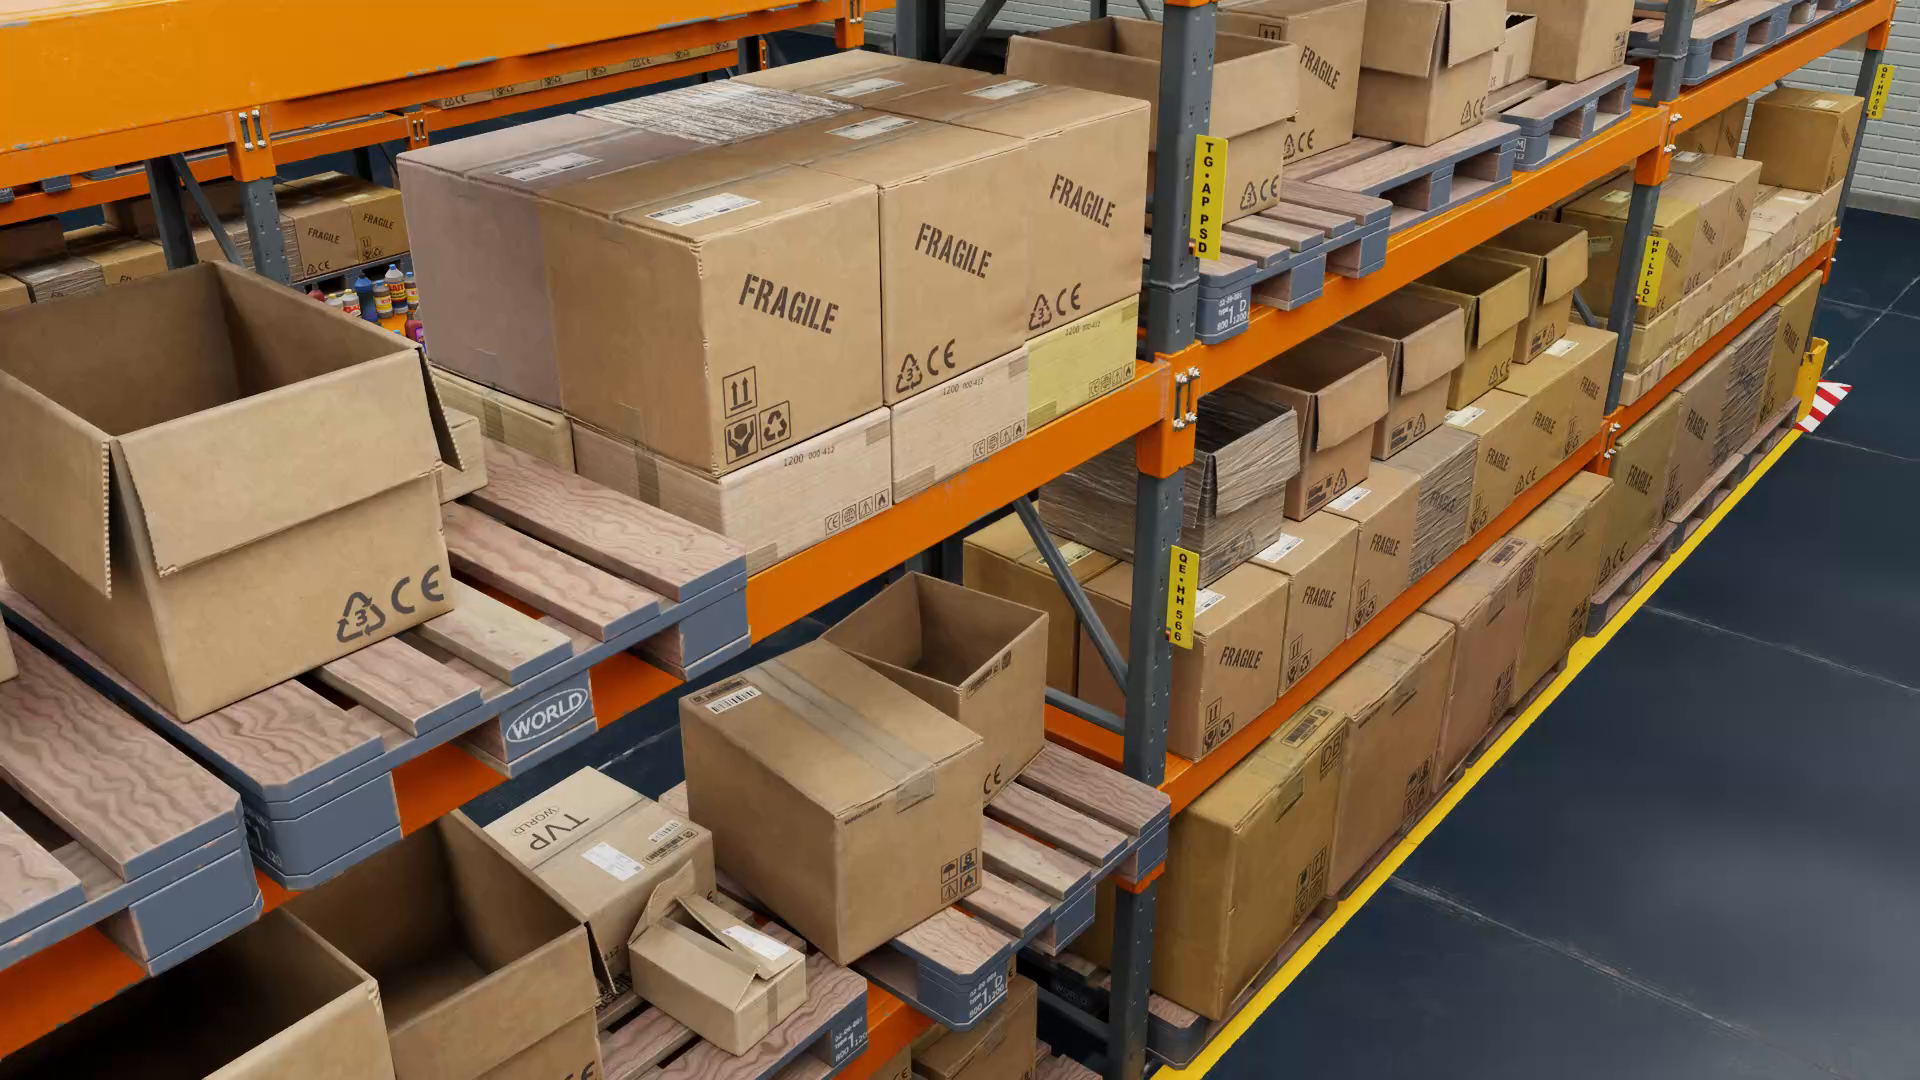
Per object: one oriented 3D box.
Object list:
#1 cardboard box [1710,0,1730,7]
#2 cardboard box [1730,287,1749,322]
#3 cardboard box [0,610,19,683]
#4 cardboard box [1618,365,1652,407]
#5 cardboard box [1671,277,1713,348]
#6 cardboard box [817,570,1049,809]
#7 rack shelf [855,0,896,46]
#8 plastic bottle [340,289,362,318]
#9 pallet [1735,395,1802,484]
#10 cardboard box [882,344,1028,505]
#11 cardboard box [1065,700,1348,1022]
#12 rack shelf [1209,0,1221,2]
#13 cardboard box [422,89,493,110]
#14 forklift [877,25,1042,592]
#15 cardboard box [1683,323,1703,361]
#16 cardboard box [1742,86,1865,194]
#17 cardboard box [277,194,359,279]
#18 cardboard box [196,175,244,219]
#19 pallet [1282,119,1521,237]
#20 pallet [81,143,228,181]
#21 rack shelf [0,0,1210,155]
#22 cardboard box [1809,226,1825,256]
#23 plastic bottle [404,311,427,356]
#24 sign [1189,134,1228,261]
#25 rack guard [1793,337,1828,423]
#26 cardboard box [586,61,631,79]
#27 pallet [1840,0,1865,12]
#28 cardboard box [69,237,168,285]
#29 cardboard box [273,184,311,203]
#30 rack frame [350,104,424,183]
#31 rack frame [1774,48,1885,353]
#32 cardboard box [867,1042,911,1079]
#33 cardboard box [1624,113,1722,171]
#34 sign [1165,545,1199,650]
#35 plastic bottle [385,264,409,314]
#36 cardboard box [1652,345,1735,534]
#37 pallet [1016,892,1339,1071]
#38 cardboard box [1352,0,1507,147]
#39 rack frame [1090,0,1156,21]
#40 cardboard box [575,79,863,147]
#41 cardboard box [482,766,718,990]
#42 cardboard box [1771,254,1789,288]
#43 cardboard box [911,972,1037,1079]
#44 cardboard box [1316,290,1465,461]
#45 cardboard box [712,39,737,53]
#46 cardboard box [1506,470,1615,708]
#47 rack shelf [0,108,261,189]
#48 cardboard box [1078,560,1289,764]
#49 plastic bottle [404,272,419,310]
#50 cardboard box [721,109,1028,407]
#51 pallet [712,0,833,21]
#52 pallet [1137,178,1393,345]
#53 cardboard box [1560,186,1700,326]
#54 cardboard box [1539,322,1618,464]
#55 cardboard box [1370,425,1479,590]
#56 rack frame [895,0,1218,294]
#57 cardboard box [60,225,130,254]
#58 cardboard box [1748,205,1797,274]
[{"bbox_3d":[3.578,-3.013,8.371,0.700,0.500,0.500,23,35,37],"label":"cardboard box"},{"bbox_3d":[4.216,-1.370,9.408,0.380,0.149,0.250,20,33,33],"label":"cardboard box"},{"bbox_3d":[-1.787,0.094,2.729,0.396,0.266,0.258,22,35,36],"label":"cardboard box"},{"bbox_3d":[3.226,-0.817,8.338,0.380,0.149,0.250,21,34,35],"label":"cardboard box"},{"bbox_3d":[3.602,-1.251,8.744,0.500,0.250,0.500,21,34,34],"label":"cardboard box"},{"bbox_3d":[-0.076,0.469,5.012,0.500,0.500,0.500,16,31,28],"label":"cardboard box"},{"bbox_3d":[0.231,-4.090,11.911,1.077,0.370,4.000,21,34,34],"label":"rack shelf"},{"bbox_3d":[-3.361,-1.282,9.180,0.097,0.201,0.097,0,27,0],"label":"plastic bottle"},{"bbox_3d":[4.877,-0.794,11.056,1.003,0.211,1.213,21,34,34],"label":"pallet"},{"bbox_3d":[-0.182,-0.348,4.058,0.500,0.250,0.500,21,34,34],"label":"cardboard box"},{"bbox_3d":[0.692,1.016,6.377,1.225,0.875,0.875,19,33,32],"label":"cardboard box"},{"bbox_3d":[1.509,-2.379,5.774,1.077,0.370,4.000,21,34,34],"label":"rack shelf"},{"bbox_3d":[-4.326,-3.963,14.037,0.500,0.500,0.500,22,34,36],"label":"cardboard box"},{"bbox_3d":[0.115,-0.990,8.473,1.130,2.935,3.031,-4,28,-8],"label":"forklift"},{"bbox_3d":[3.726,-1.098,8.881,0.380,0.149,0.250,20,33,33],"label":"cardboard box"},{"bbox_3d":[5.218,-2.488,10.319,0.500,0.500,0.500,21,34,35],"label":"cardboard box"},{"bbox_3d":[-5.274,-2.471,13.504,0.500,0.500,0.500,21,34,35],"label":"cardboard box"},{"bbox_3d":[-5.993,-2.781,13.287,0.500,0.250,0.500,21,34,35],"label":"cardboard box"},{"bbox_3d":[1.314,-1.392,6.118,1.003,0.211,1.213,23,35,37],"label":"pallet"},{"bbox_3d":[-6.172,-3.005,12.503,1.003,0.211,1.213,21,34,34],"label":"pallet"},{"bbox_3d":[-1.036,-0.961,3.033,1.077,0.370,4.000,21,34,34],"label":"rack shelf"},{"bbox_3d":[5.189,-1.913,10.456,0.380,0.149,0.250,21,34,35],"label":"cardboard box"},{"bbox_3d":[-2.816,-1.061,8.663,0.061,0.283,0.133,21,34,34],"label":"plastic bottle"},{"bbox_3d":[0.654,-0.905,4.409,0.100,0.325,0.005,21,34,34],"label":"sign"},{"bbox_3d":[5.340,-1.238,11.598,1.175,0.500,0.348,21,34,34],"label":"rack guard"},{"bbox_3d":[-3.361,-4.503,15.081,0.500,0.500,0.500,20,34,34],"label":"cardboard box"},{"bbox_3d":[4.861,-3.366,9.824,1.003,0.211,1.213,21,34,34],"label":"pallet"},{"bbox_3d":[-6.243,-1.926,12.450,0.500,0.500,0.500,20,34,34],"label":"cardboard box"},{"bbox_3d":[-5.687,-2.610,13.773,0.500,0.500,0.500,21,34,35],"label":"cardboard box"},{"bbox_3d":[-4.861,-3.818,13.865,1.000,3.000,0.127,21,34,34],"label":"rack frame"},{"bbox_3d":[5.325,-2.339,11.007,1.000,3.000,0.127,21,34,34],"label":"rack frame"},{"bbox_3d":[-0.496,1.516,4.980,0.500,0.250,0.500,-24,36,-38],"label":"cardboard box"},{"bbox_3d":[4.169,-2.284,9.924,0.500,0.500,0.500,20,33,33],"label":"cardboard box"},{"bbox_3d":[0.661,0.173,4.977,0.100,0.325,0.005,21,34,34],"label":"sign"},{"bbox_3d":[-3.175,-1.417,9.364,0.097,0.271,0.097,0,27,0],"label":"plastic bottle"},{"bbox_3d":[3.835,-0.694,9.682,0.875,0.875,0.875,21,34,34],"label":"cardboard box"},{"bbox_3d":[0.796,1.478,6.663,1.003,0.211,1.213,21,34,34],"label":"pallet"},{"bbox_3d":[1.519,-1.798,6.127,0.797,0.503,0.637,20,34,34],"label":"cardboard box"},{"bbox_3d":[1.503,-3.787,13.805,1.000,3.000,0.127,21,34,34],"label":"rack frame"},{"bbox_3d":[-0.586,-0.831,4.175,0.500,0.500,0.500,21,34,35],"label":"cardboard box"},{"bbox_3d":[-1.007,0.904,4.444,0.500,0.250,0.500,20,33,33],"label":"cardboard box"},{"bbox_3d":[4.704,-1.643,9.934,0.380,0.149,0.250,20,33,33],"label":"cardboard box"},{"bbox_3d":[-0.174,1.655,5.527,0.700,0.500,0.500,19,33,32],"label":"cardboard box"},{"bbox_3d":[1.552,-0.717,6.671,0.797,0.503,0.637,22,35,36],"label":"cardboard box"},{"bbox_3d":[-2.391,-5.042,16.123,0.500,0.500,0.500,22,35,36],"label":"cardboard box"},{"bbox_3d":[2.389,0.069,8.208,1.225,0.875,0.875,21,34,35],"label":"cardboard box"},{"bbox_3d":[-4.857,-1.254,6.428,1.077,0.370,4.000,21,34,34],"label":"rack shelf"},{"bbox_3d":[0.756,0.360,5.681,0.500,0.500,0.500,22,35,36],"label":"cardboard box"},{"bbox_3d":[-3.113,-1.420,9.447,0.097,0.201,0.097,0,27,0],"label":"plastic bottle"},{"bbox_3d":[-0.192,-0.674,3.872,0.500,0.500,0.500,21,34,34],"label":"cardboard box"},{"bbox_3d":[-1.464,-3.311,9.826,1.213,0.211,1.003,21,34,34],"label":"pallet"},{"bbox_3d":[0.605,-0.995,5.350,1.213,0.211,1.003,23,35,37],"label":"pallet"},{"bbox_3d":[3.283,-1.415,8.244,0.500,0.500,0.500,21,34,34],"label":"cardboard box"},{"bbox_3d":[2.694,-0.720,7.768,0.500,0.500,0.500,21,34,35],"label":"cardboard box"},{"bbox_3d":[1.725,-0.183,6.730,0.500,0.500,0.500,21,34,35],"label":"cardboard box"},{"bbox_3d":[0.237,-2.167,4.146,1.000,3.000,0.127,21,34,34],"label":"rack frame"},{"bbox_3d":[-6.662,-2.068,12.725,0.500,0.500,0.500,19,33,33],"label":"cardboard box"},{"bbox_3d":[4.575,-1.795,9.795,0.500,0.250,0.500,19,33,33],"label":"cardboard box"}]
